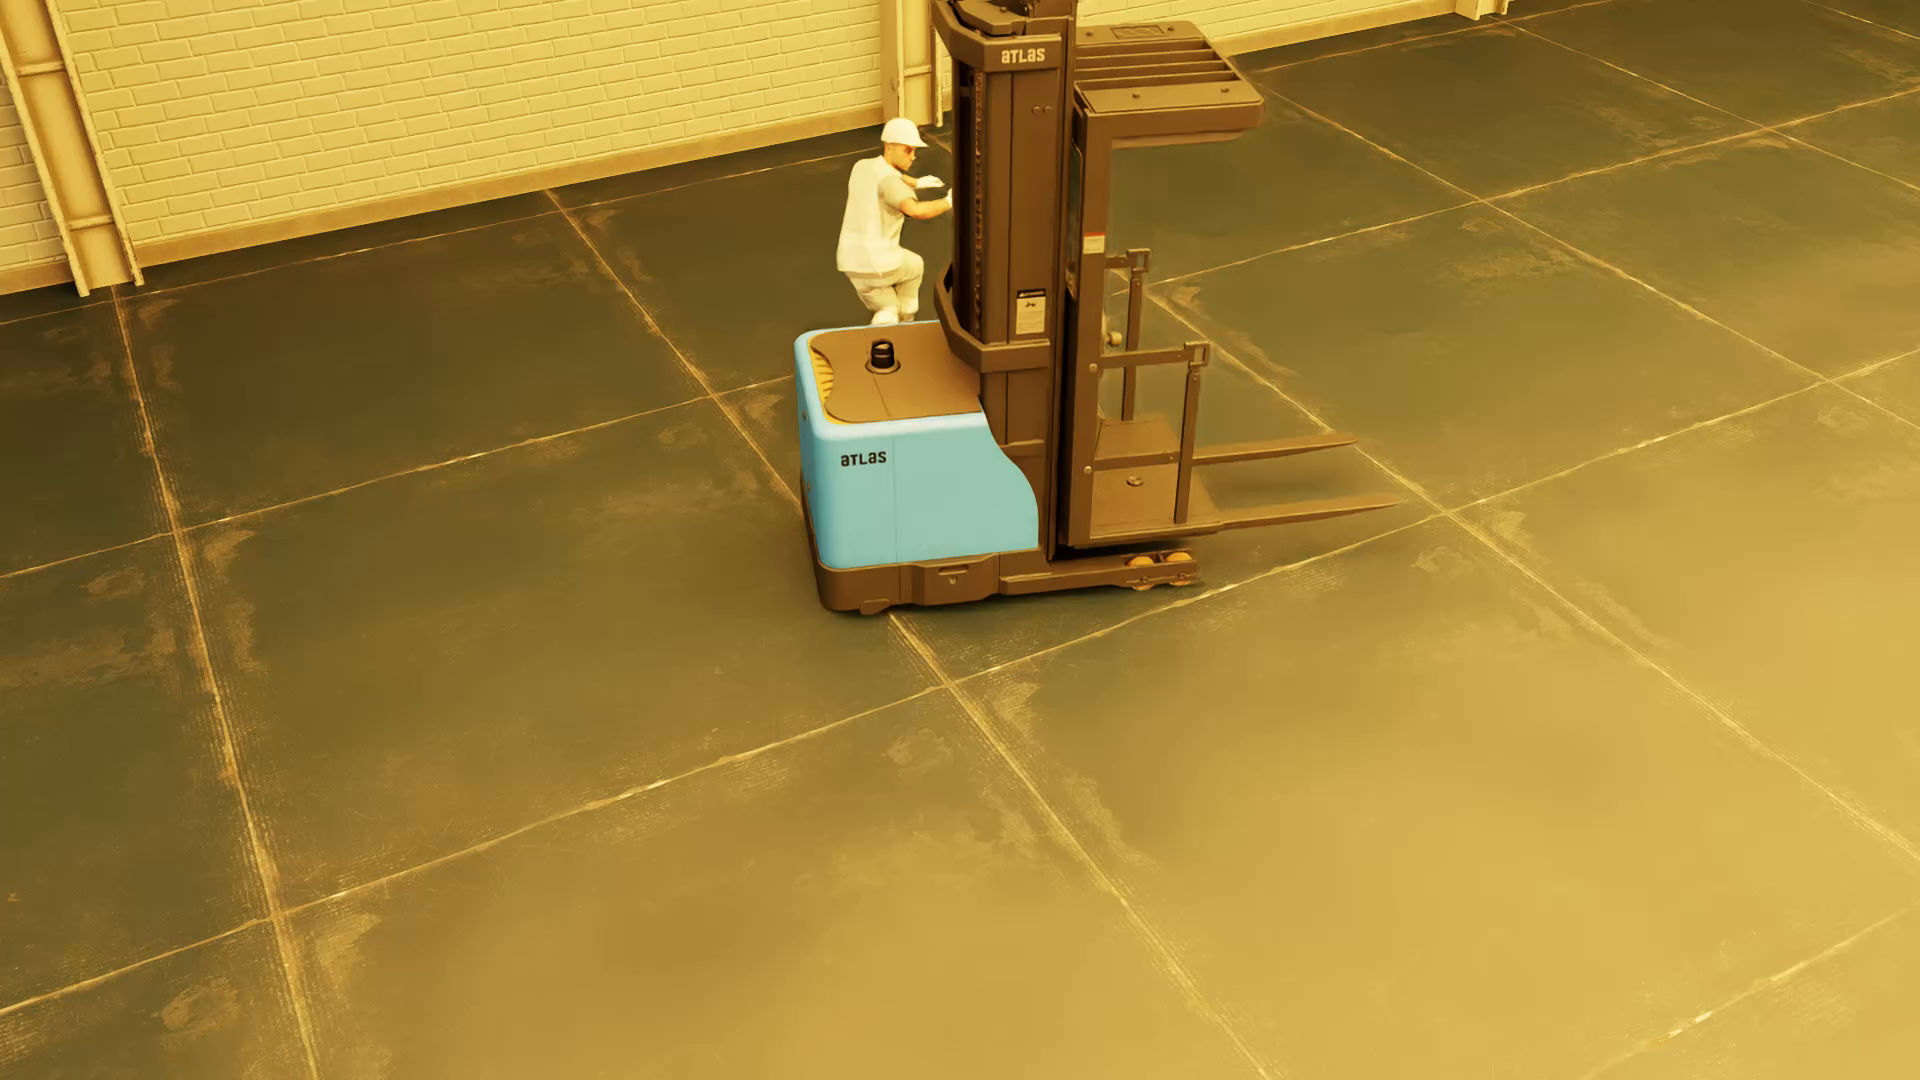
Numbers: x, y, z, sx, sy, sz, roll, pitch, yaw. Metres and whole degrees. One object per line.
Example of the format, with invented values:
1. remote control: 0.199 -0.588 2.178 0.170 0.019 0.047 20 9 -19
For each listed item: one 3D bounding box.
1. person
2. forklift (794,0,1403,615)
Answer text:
1. person: -0.235 -1.760 9.870 0.845 1.507 1.130 20 40 26
2. forklift: 0.730 -1.242 7.880 3.031 2.935 1.130 -6 36 -9
